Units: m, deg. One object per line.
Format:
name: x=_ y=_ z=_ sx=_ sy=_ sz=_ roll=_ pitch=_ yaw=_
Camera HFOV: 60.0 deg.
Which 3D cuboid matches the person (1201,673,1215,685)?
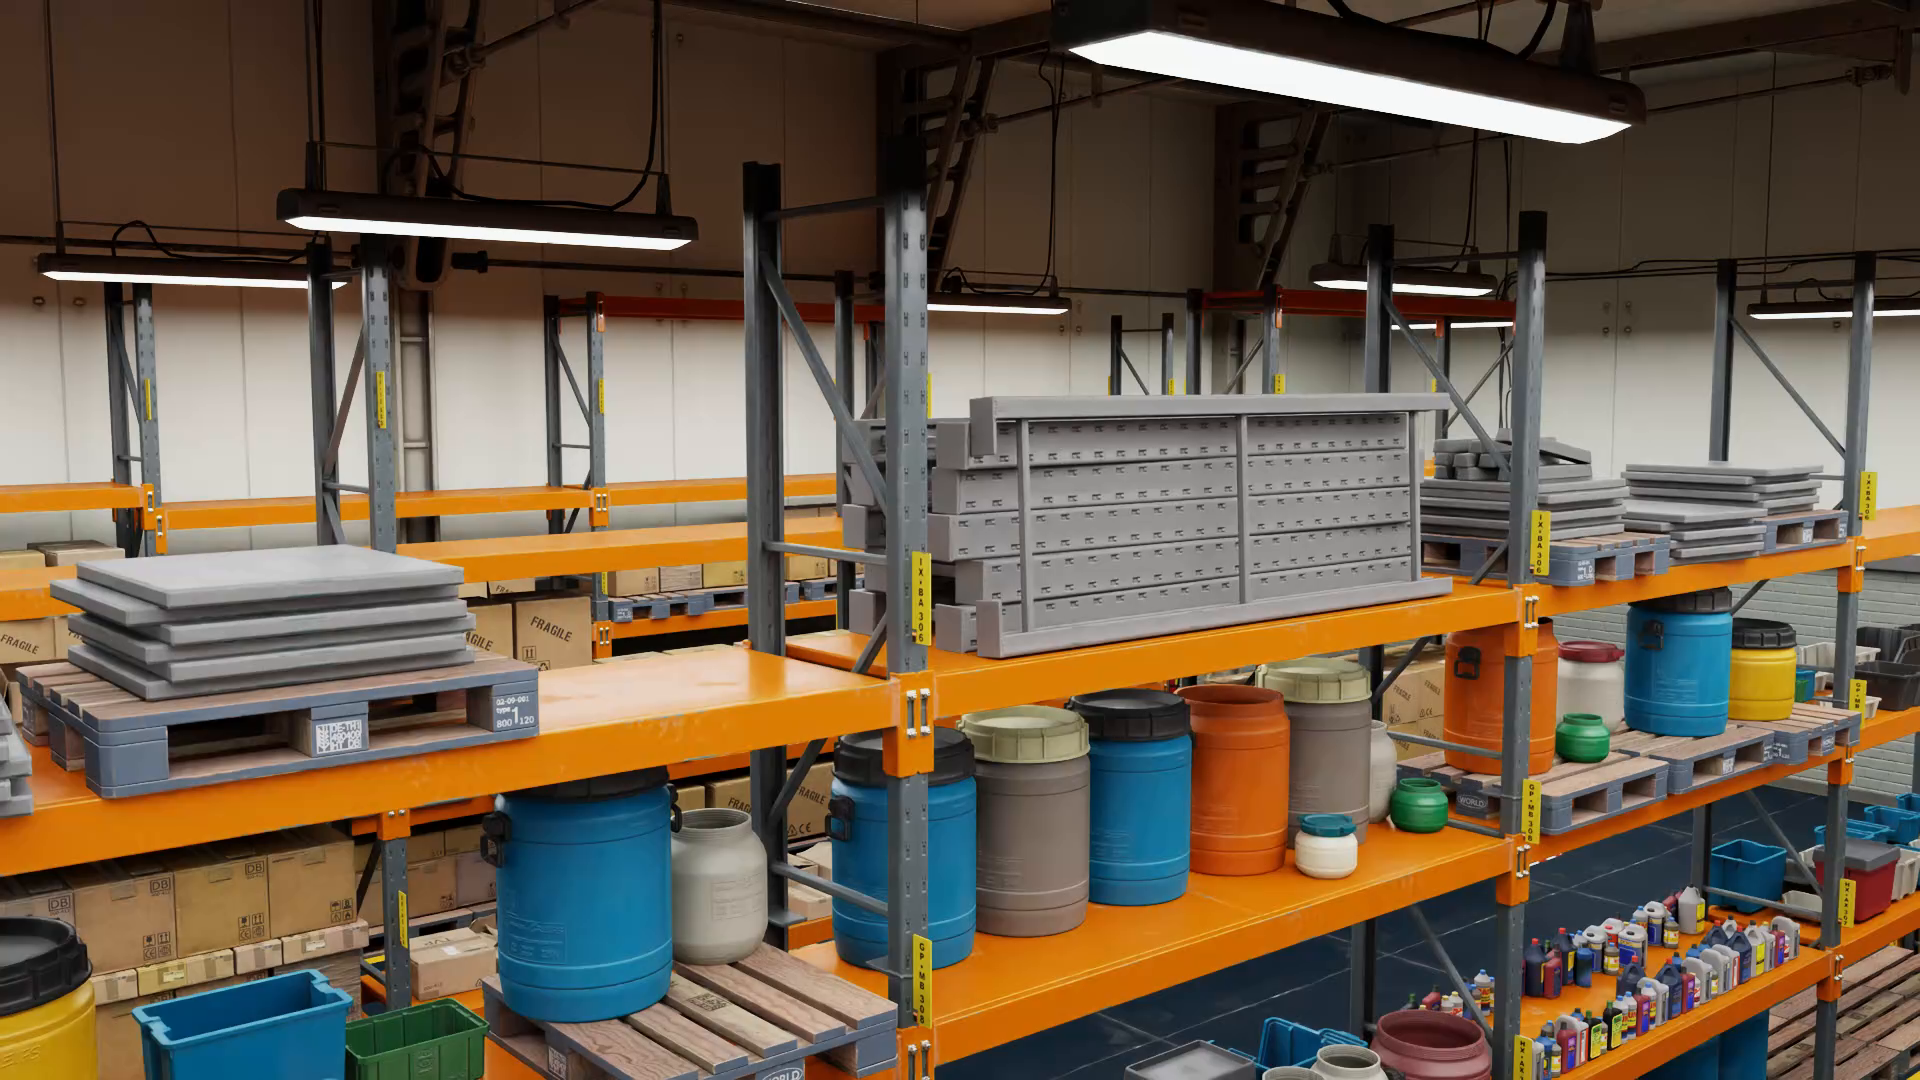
person: x=2.921 y=2.418 z=20.087 sx=0.556 sy=1.636 sz=0.946 roll=5 pitch=8 yaw=43
